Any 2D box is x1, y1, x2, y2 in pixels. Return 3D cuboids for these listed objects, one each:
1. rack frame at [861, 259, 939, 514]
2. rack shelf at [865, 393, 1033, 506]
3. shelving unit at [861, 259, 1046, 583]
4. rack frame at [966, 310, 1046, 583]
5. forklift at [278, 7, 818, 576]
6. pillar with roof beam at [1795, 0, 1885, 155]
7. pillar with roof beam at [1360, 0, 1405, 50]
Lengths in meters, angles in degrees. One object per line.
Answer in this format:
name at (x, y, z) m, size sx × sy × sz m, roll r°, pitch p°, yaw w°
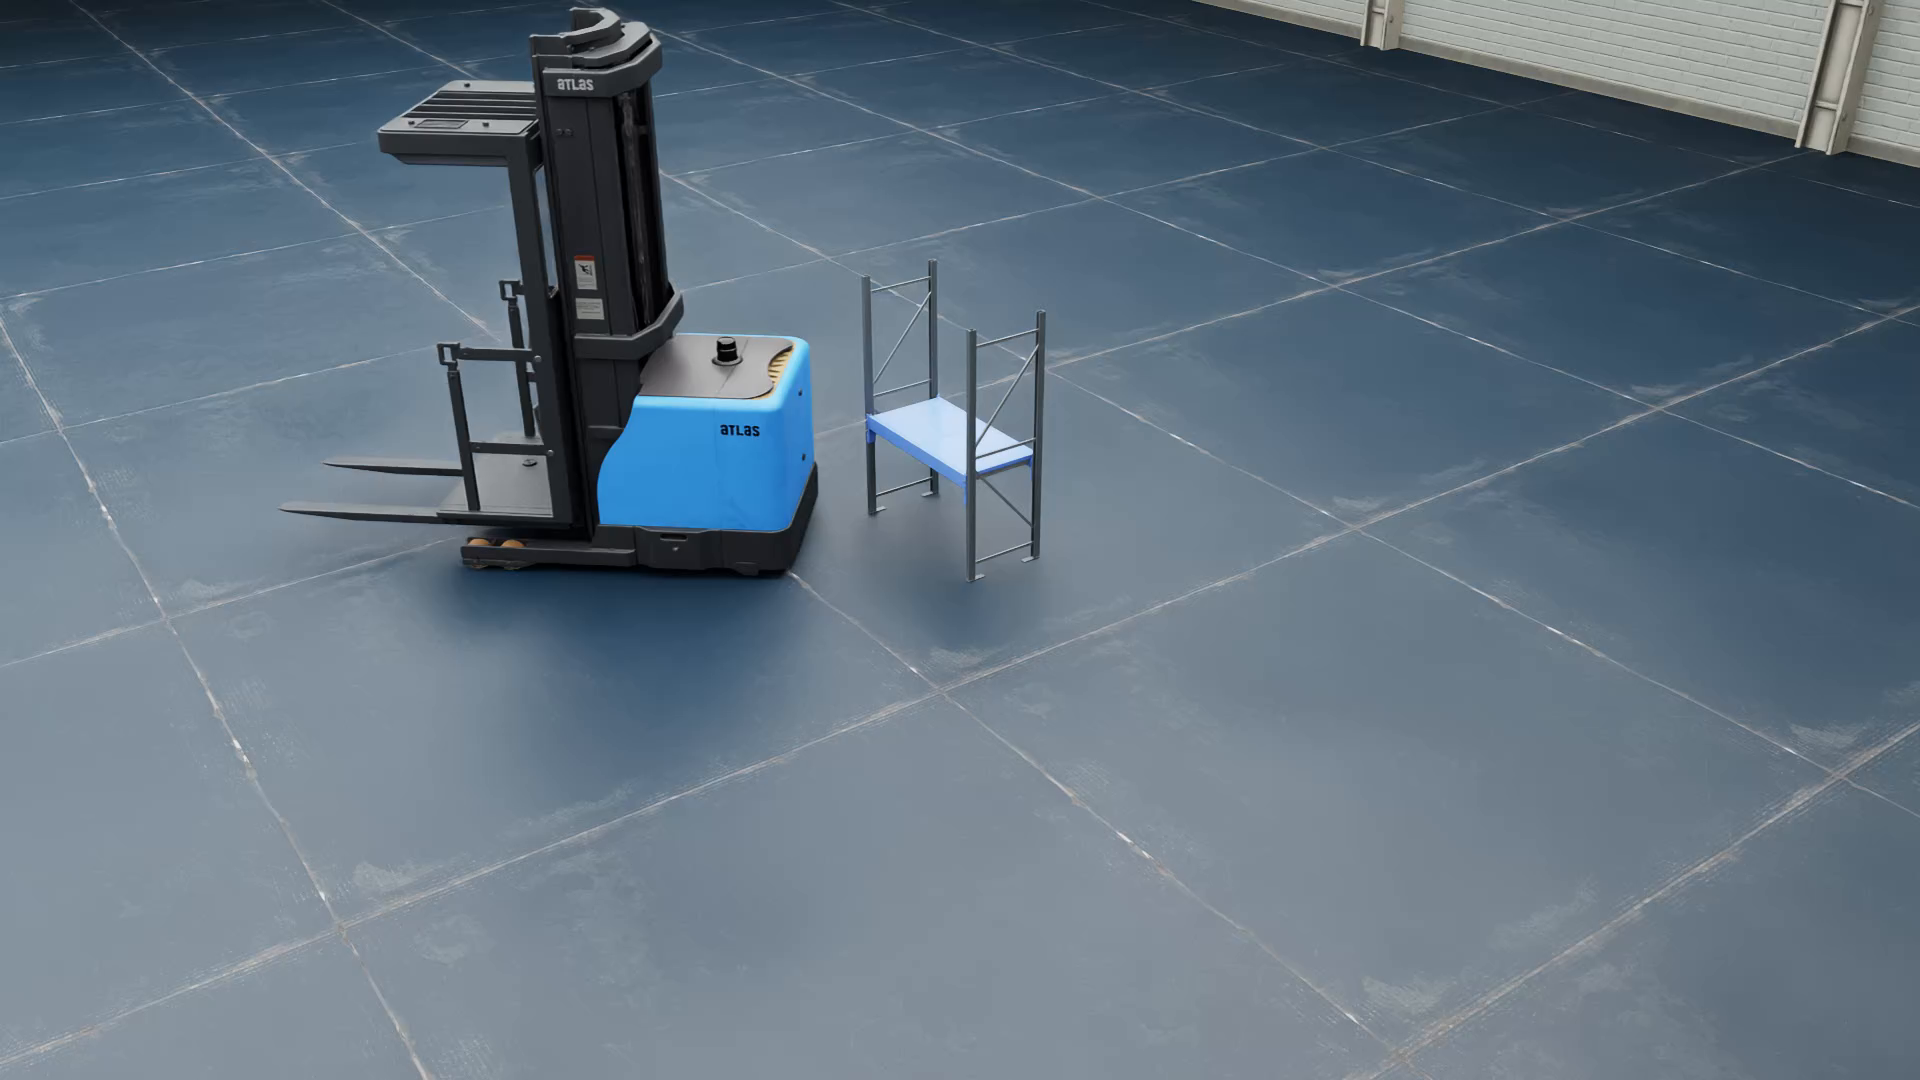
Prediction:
rack frame at (-0.344, -0.890, 9.817) m, size 0.500 × 1.500 × 0.032 m, roll -19°, pitch 34°, yaw -31°
rack shelf at (-0.049, -0.534, 9.539) m, size 0.538 × 0.185 × 1.000 m, roll -19°, pitch 34°, yaw -31°
shelving unit at (-0.049, -0.692, 9.453) m, size 0.538 × 1.500 × 1.048 m, roll -19°, pitch 34°, yaw -31°
rack frame at (0.245, -0.495, 9.089) m, size 0.500 × 1.500 × 0.032 m, roll -19°, pitch 34°, yaw -31°
forklift at (-2.408, -1.366, 9.193) m, size 3.031 × 2.935 × 1.130 m, roll 2°, pitch 29°, yaw 5°
pillar with roof beam at (5.401, -6.816, 12.871) m, size 9.100 × 9.000 × 0.400 m, roll -19°, pitch 34°, yaw -31°
pillar with roof beam at (1.921, -9.148, 17.166) m, size 9.100 × 9.000 × 0.400 m, roll -19°, pitch 34°, yaw -31°
